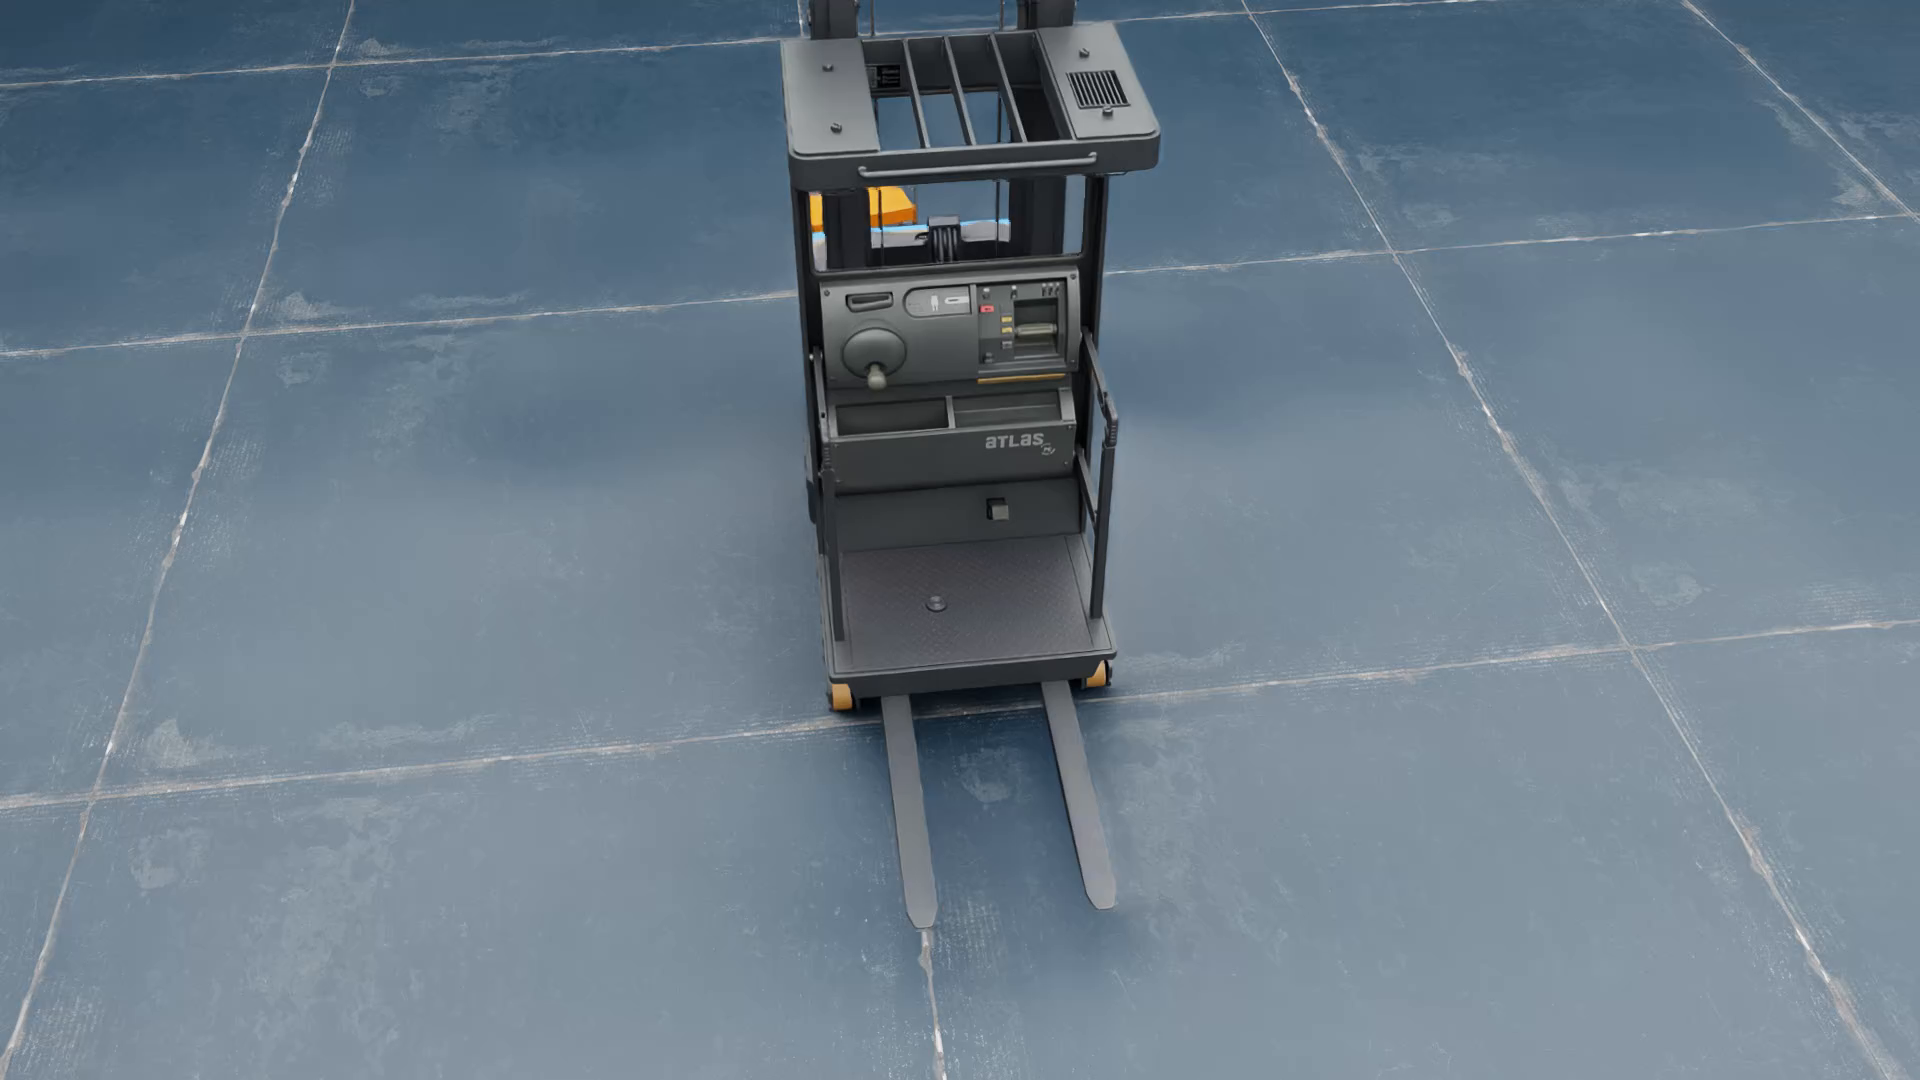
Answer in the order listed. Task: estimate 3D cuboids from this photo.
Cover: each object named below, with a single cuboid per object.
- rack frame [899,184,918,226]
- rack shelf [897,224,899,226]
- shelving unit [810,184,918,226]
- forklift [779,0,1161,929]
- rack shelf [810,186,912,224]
[{"bbox_3d":[-0.233,-1.203,7.687,0.015,1.200,0.240,-14,44,-15],"label":"rack frame"},{"bbox_3d":[-0.462,-1.264,7.521,0.480,0.148,0.258,-14,44,-15],"label":"rack shelf"},{"bbox_3d":[-0.462,-1.147,7.626,0.503,1.200,0.258,-14,44,-15],"label":"shelving unit"},{"bbox_3d":[-0.002,-0.673,5.807,1.130,2.935,3.031,-5,42,-5],"label":"forklift"},{"bbox_3d":[-0.462,-1.469,7.337,0.457,0.050,0.221,-14,44,-15],"label":"rack shelf"}]
